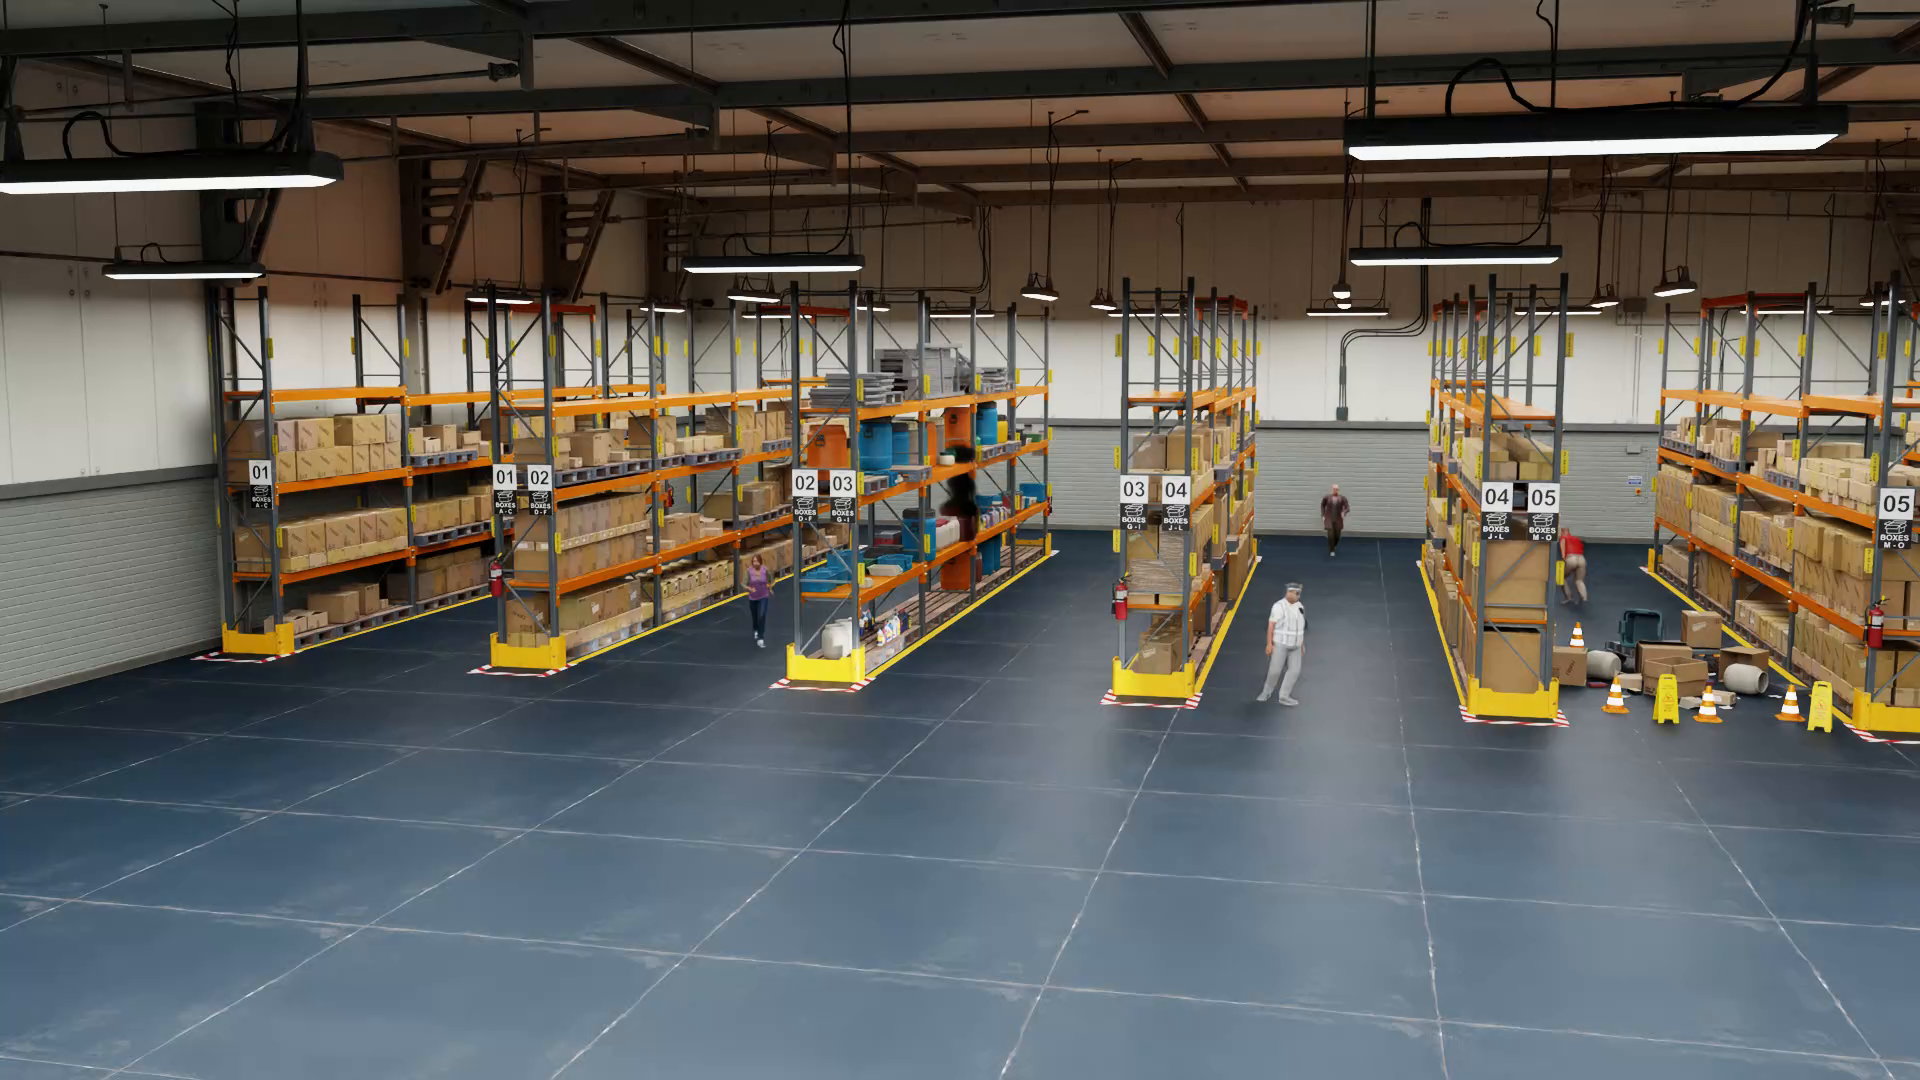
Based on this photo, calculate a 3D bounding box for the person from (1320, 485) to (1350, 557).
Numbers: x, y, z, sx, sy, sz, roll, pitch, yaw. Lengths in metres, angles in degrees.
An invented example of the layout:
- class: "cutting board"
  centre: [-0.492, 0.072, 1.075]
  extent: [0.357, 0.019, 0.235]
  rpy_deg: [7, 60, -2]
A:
- class: "person"
  centre: [9.083, -0.352, 40.336]
  extent: [0.692, 1.508, 0.862]
  rpy_deg: [1, 7, 9]

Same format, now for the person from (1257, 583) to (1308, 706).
- class: "person"
  centre: [4.538, 1.460, 23.417]
  extent: [0.665, 1.729, 0.531]
  rpy_deg: [-3, 7, -26]

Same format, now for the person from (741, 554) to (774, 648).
- class: "person"
  centre: [-3.426, 0.992, 28.183]
  extent: [0.533, 1.567, 0.884]
  rpy_deg: [-1, 7, -5]

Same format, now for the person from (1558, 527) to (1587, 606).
- class: "person"
  centre: [12.057, 0.544, 32.578]
  extent: [0.644, 1.521, 1.125]
  rpy_deg: [-1, 7, -9]
